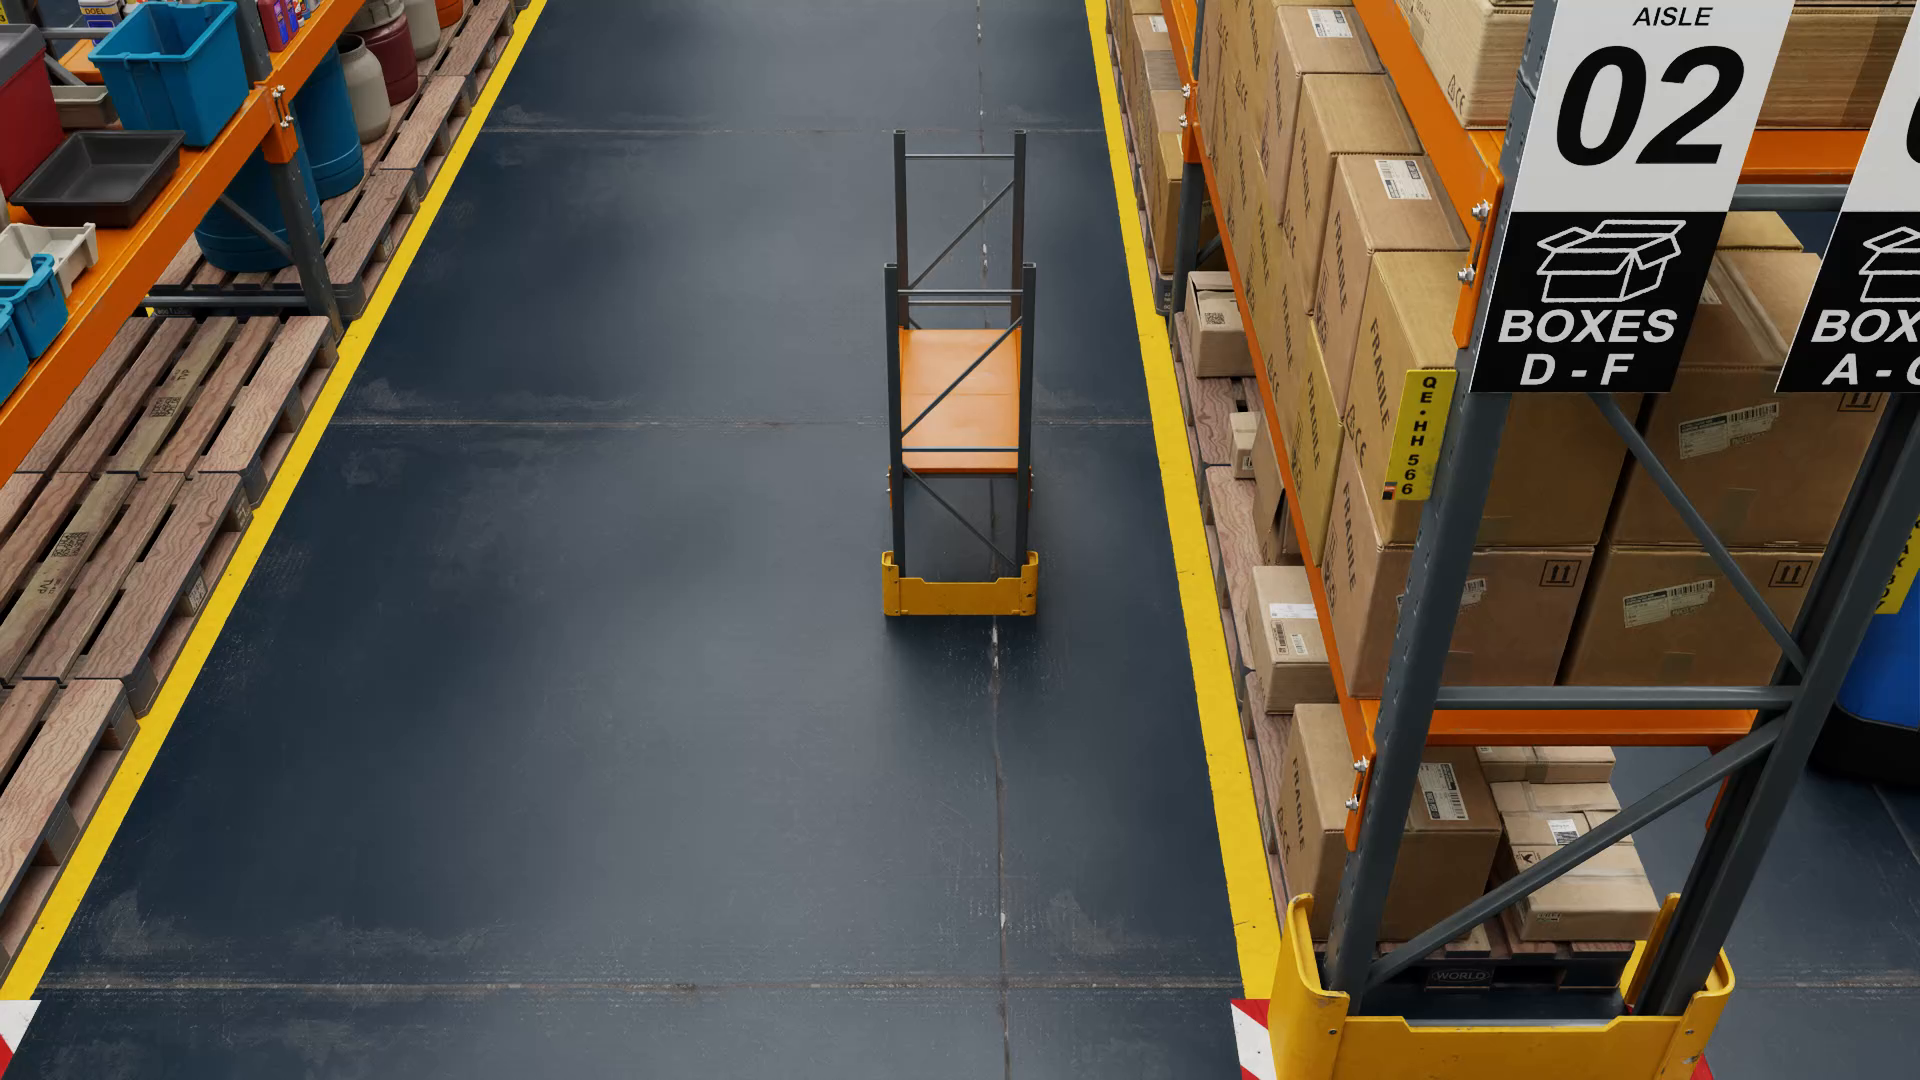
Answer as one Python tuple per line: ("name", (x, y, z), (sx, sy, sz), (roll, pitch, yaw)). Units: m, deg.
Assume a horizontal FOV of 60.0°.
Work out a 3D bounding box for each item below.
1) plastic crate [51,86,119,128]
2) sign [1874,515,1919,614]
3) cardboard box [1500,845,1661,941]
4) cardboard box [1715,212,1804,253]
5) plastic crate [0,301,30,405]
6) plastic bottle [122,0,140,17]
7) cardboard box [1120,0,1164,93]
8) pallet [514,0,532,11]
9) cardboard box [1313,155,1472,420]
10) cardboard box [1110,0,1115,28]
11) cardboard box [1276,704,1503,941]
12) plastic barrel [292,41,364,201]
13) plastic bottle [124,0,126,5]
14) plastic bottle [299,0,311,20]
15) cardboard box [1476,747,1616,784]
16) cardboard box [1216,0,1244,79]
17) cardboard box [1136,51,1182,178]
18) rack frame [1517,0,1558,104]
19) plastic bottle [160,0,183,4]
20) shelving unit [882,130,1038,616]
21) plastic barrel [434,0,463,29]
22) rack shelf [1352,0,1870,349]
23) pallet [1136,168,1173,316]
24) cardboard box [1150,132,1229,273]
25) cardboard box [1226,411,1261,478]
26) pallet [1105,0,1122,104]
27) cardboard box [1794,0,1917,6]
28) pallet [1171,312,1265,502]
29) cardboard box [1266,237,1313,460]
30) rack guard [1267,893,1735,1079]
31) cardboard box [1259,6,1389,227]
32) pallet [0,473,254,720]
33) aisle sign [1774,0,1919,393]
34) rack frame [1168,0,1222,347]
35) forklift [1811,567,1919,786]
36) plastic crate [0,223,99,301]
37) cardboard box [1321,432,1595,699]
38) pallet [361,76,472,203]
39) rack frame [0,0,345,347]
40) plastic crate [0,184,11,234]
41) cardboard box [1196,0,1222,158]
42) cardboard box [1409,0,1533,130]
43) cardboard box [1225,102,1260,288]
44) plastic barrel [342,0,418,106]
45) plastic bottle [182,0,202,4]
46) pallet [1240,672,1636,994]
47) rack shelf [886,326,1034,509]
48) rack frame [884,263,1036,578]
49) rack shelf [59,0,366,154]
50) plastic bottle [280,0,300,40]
("plastic crate", (-3.598, -1.755, 6.705), (0.396, 0.136, 0.243), (0, 39, 0))
("sign", (2.045, 0.036, 3.614), (0.100, 0.325, 0.005), (0, 39, 0))
("cardboard box", (1.846, 1.053, 4.965), (0.380, 0.149, 0.250), (0, 39, 0))
("cardboard box", (1.757, -0.660, 4.295), (0.500, 0.500, 0.500), (0, 39, 0))
("plastic crate", (-3.124, -0.561, 5.137), (0.416, 0.233, 0.300), (0, 39, 0))
("plastic bottle", (-3.655, -2.306, 7.388), (0.097, 0.201, 0.097), (0, 39, 0))
("cardboard box", (1.210, -2.899, 9.616), (0.500, 0.500, 0.500), (-1, 39, -1))
("pallet", (-3.422, -4.024, 11.602), (1.003, 0.211, 1.213), (0, 39, 0))
("cardboard box", (1.225, -0.649, 4.282), (0.500, 0.500, 0.500), (1, 39, 1))
("cardboard box", (1.208, -3.540, 10.416), (0.500, 0.500, 0.500), (2, 39, 2))
("cardboard box", (1.255, 0.838, 4.953), (0.500, 0.500, 0.500), (0, 39, 0))
("plastic barrel", (-3.440, -2.254, 8.506), (0.600, 0.901, 0.708), (0, 39, 0))
("plastic bottle", (-3.825, -2.471, 7.528), (0.061, 0.283, 0.133), (0, 39, 0))
("plastic bottle", (-3.048, -2.522, 7.601), (0.097, 0.271, 0.097), (0, 39, 0))
("cardboard box", (1.785, 0.623, 5.421), (0.500, 0.250, 0.500), (0, 39, 0))
("cardboard box", (1.218, -1.939, 5.891), (0.500, 0.500, 0.500), (-1, 39, -1))
("cardboard box", (1.218, -2.255, 8.812), (0.500, 0.500, 0.500), (0, 39, 1))
("rack frame", (1.502, -1.967, 2.008), (1.000, 3.000, 0.127), (0, 39, 0))
("plastic bottle", (-3.655, -2.535, 7.673), (0.097, 0.201, 0.097), (0, 39, 0))
("shelving unit", (0.000, -0.633, 6.340), (0.587, 1.500, 1.083), (0, 39, 0))
("plastic barrel", (-3.443, -3.638, 10.291), (0.600, 0.830, 0.708), (0, 39, 0))
("rack shelf", (1.500, -1.766, 4.732), (1.077, 0.370, 4.000), (0, 39, 0))
("pallet", (1.459, -1.548, 8.512), (1.003, 0.211, 1.213), (0, 39, 0))
("cardboard box", (1.211, -1.632, 8.035), (0.500, 0.500, 0.500), (0, 39, 0))
("cardboard box", (1.293, -0.390, 6.751), (0.380, 0.166, 0.250), (0, 39, 0))
("pallet", (1.456, -3.073, 10.417), (1.003, 0.211, 1.213), (0, 39, 0))
("cardboard box", (1.762, -1.254, 3.238), (0.500, 0.250, 0.500), (0, 39, 0))
("pallet", (1.498, -0.609, 7.342), (1.003, 0.211, 1.213), (0, 39, 0))
("cardboard box", (1.230, -0.581, 4.997), (0.500, 0.500, 0.500), (0, 39, 0))
("rack guard", (1.502, 1.302, 4.725), (1.175, 0.500, 0.348), (0, 39, 0))
("cardboard box", (1.220, -1.294, 5.087), (0.500, 0.500, 0.500), (1, 39, 1))
("pallet", (-3.412, 0.187, 6.348), (1.003, 0.211, 1.213), (0, 39, 0))
("aisle sign", (1.796, -0.598, 3.018), (0.394, 0.787, 0.004), (0, 39, 0))
("rack frame", (1.498, -2.127, 7.006), (1.000, 3.000, 0.127), (0, 39, 0))
("forklift", (3.844, -1.131, 5.817), (1.130, 2.935, 3.031), (11, 40, 13))
("plastic crate", (-3.153, -0.958, 5.709), (0.293, 0.136, 0.466), (0, 39, 0))
("cardboard box", (1.230, 0.055, 4.202), (0.500, 0.500, 0.500), (1, 39, 1))
("pallet", (-3.419, -2.285, 9.433), (1.003, 0.211, 1.213), (0, 39, 0))
("rack frame", (-3.456, -2.126, 7.004), (1.000, 3.000, 0.127), (0, 39, 0))
("plastic crate", (-3.638, -1.148, 5.831), (0.437, 0.282, 0.530), (0, 39, 0))
("cardboard box", (1.226, -1.847, 6.576), (0.500, 0.500, 0.500), (1, 39, 1))
("cardboard box", (1.238, -1.059, 3.394), (0.500, 0.250, 0.500), (0, 39, 0))
("cardboard box", (1.228, -1.214, 5.787), (0.500, 0.500, 0.500), (0, 39, 0))
("plastic barrel", (-3.441, -2.838, 9.485), (0.600, 0.588, 0.708), (0, 39, 0))
("plastic bottle", (-3.640, -2.681, 7.737), (0.144, 0.351, 0.185), (0, 39, 0))
("pallet", (1.500, 0.916, 5.438), (1.003, 0.211, 1.213), (0, 39, 0))
("rack shelf", (0.000, -0.498, 6.460), (0.538, 0.185, 1.000), (0, 39, 0))
("rack frame", (0.000, -0.321, 5.951), (0.500, 1.500, 0.032), (0, 39, 0))
("rack shelf", (-3.458, -3.096, 8.790), (1.077, 0.370, 4.000), (0, 39, 0))
("plastic bottle", (-3.030, -2.393, 7.431), (0.061, 0.283, 0.133), (0, 39, 0))
